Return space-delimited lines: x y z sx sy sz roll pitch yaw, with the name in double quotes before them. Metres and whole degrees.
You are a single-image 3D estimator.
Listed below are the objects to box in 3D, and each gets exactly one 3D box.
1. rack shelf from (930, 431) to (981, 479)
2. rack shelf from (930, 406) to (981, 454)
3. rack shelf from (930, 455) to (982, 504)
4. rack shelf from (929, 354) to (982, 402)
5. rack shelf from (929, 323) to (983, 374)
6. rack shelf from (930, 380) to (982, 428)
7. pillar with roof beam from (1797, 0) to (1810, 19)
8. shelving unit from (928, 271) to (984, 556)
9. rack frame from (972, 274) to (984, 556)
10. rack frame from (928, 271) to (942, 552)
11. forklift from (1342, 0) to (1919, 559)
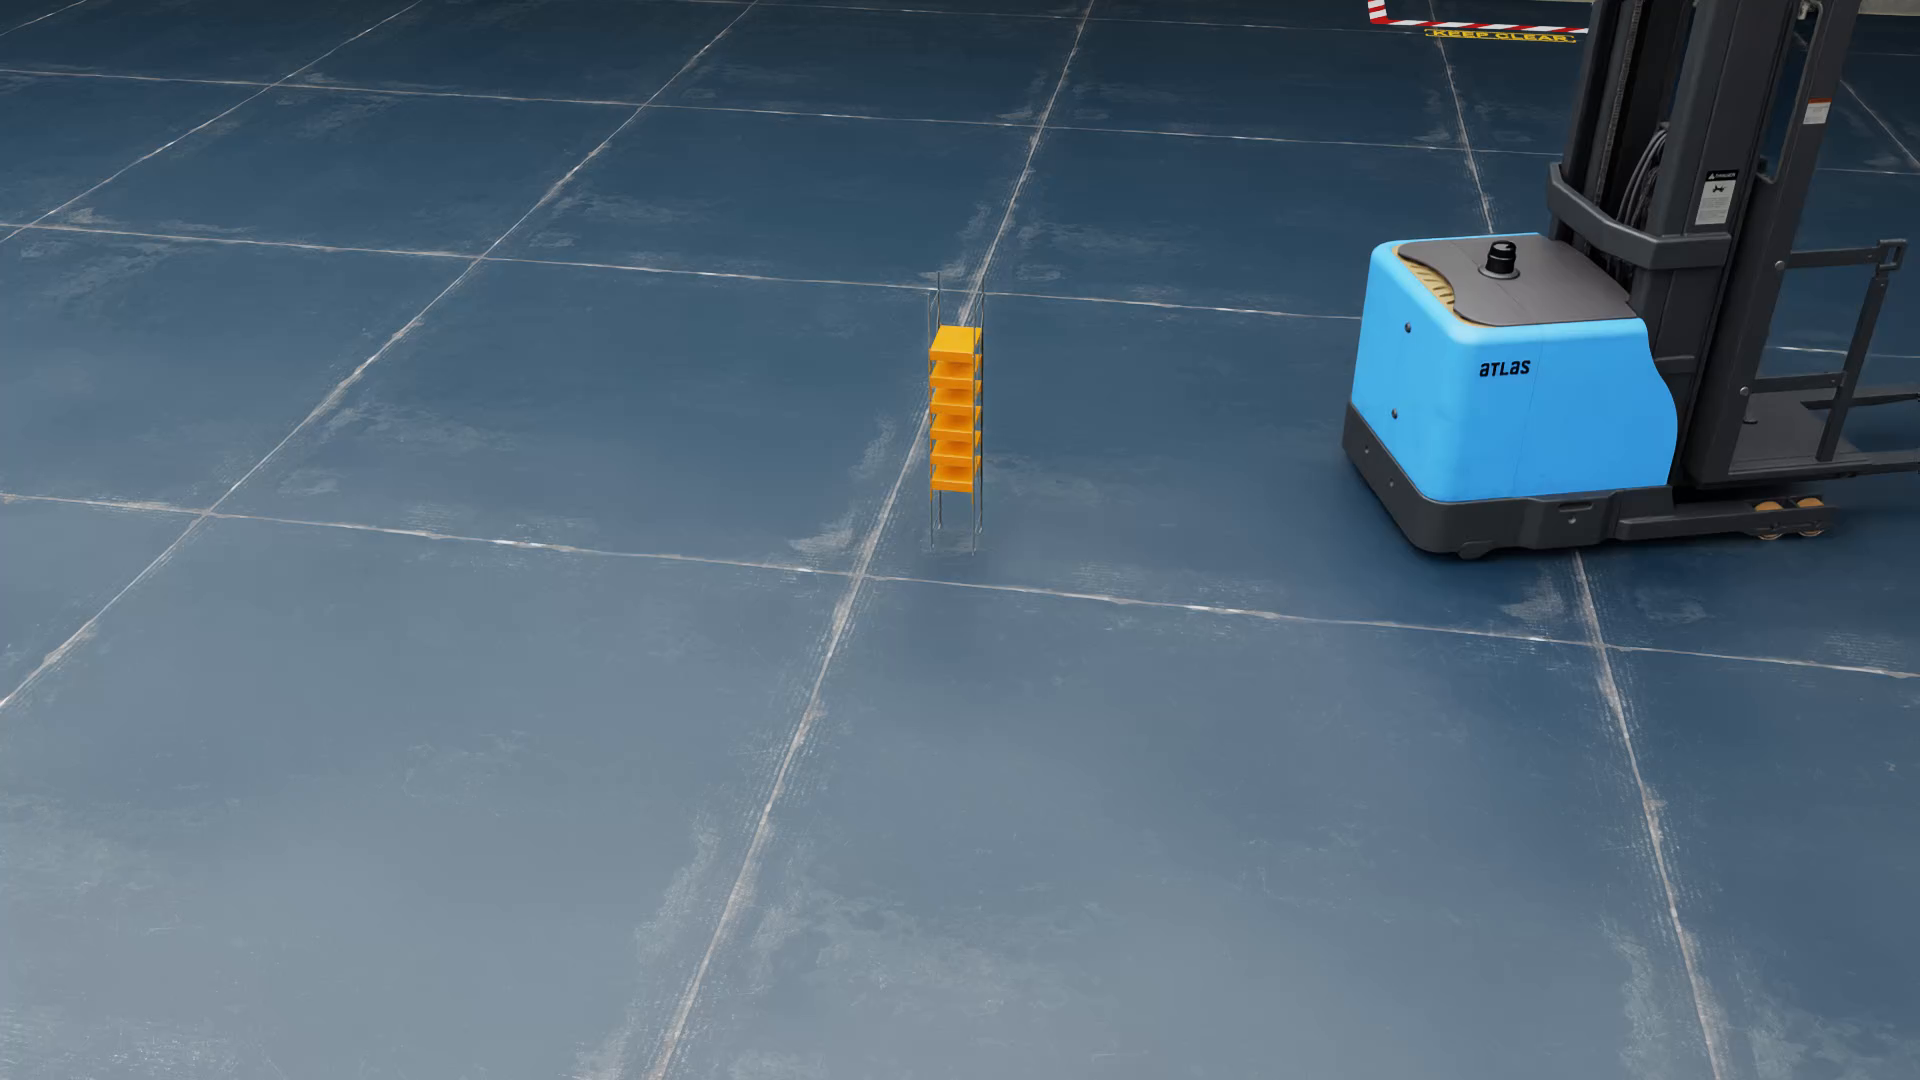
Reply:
"rack shelf" -0.014 -0.370 7.021 0.180 0.103 0.258 5 32 8
"rack shelf" -0.014 -0.472 6.957 0.180 0.103 0.258 5 32 8
"rack shelf" -0.014 -0.269 7.085 0.180 0.103 0.258 5 32 8
"rack shelf" -0.014 -0.676 6.830 0.180 0.103 0.258 5 32 8
"rack shelf" -0.014 -0.777 6.766 0.180 0.103 0.258 5 32 8
"rack shelf" -0.014 -0.574 6.894 0.180 0.103 0.258 5 32 8
"pillar with roof beam" 6.490 -6.204 8.681 0.400 9.000 9.100 5 32 8
"shelving unit" -0.014 -0.510 6.934 0.189 1.200 0.258 5 32 8
"rack frame" 0.076 -0.502 6.921 0.006 1.200 0.240 5 32 8
"rack frame" -0.104 -0.518 6.947 0.006 1.200 0.240 5 32 8
"forklift" 3.358 -1.515 6.908 3.031 2.935 1.130 -5 32 -7
